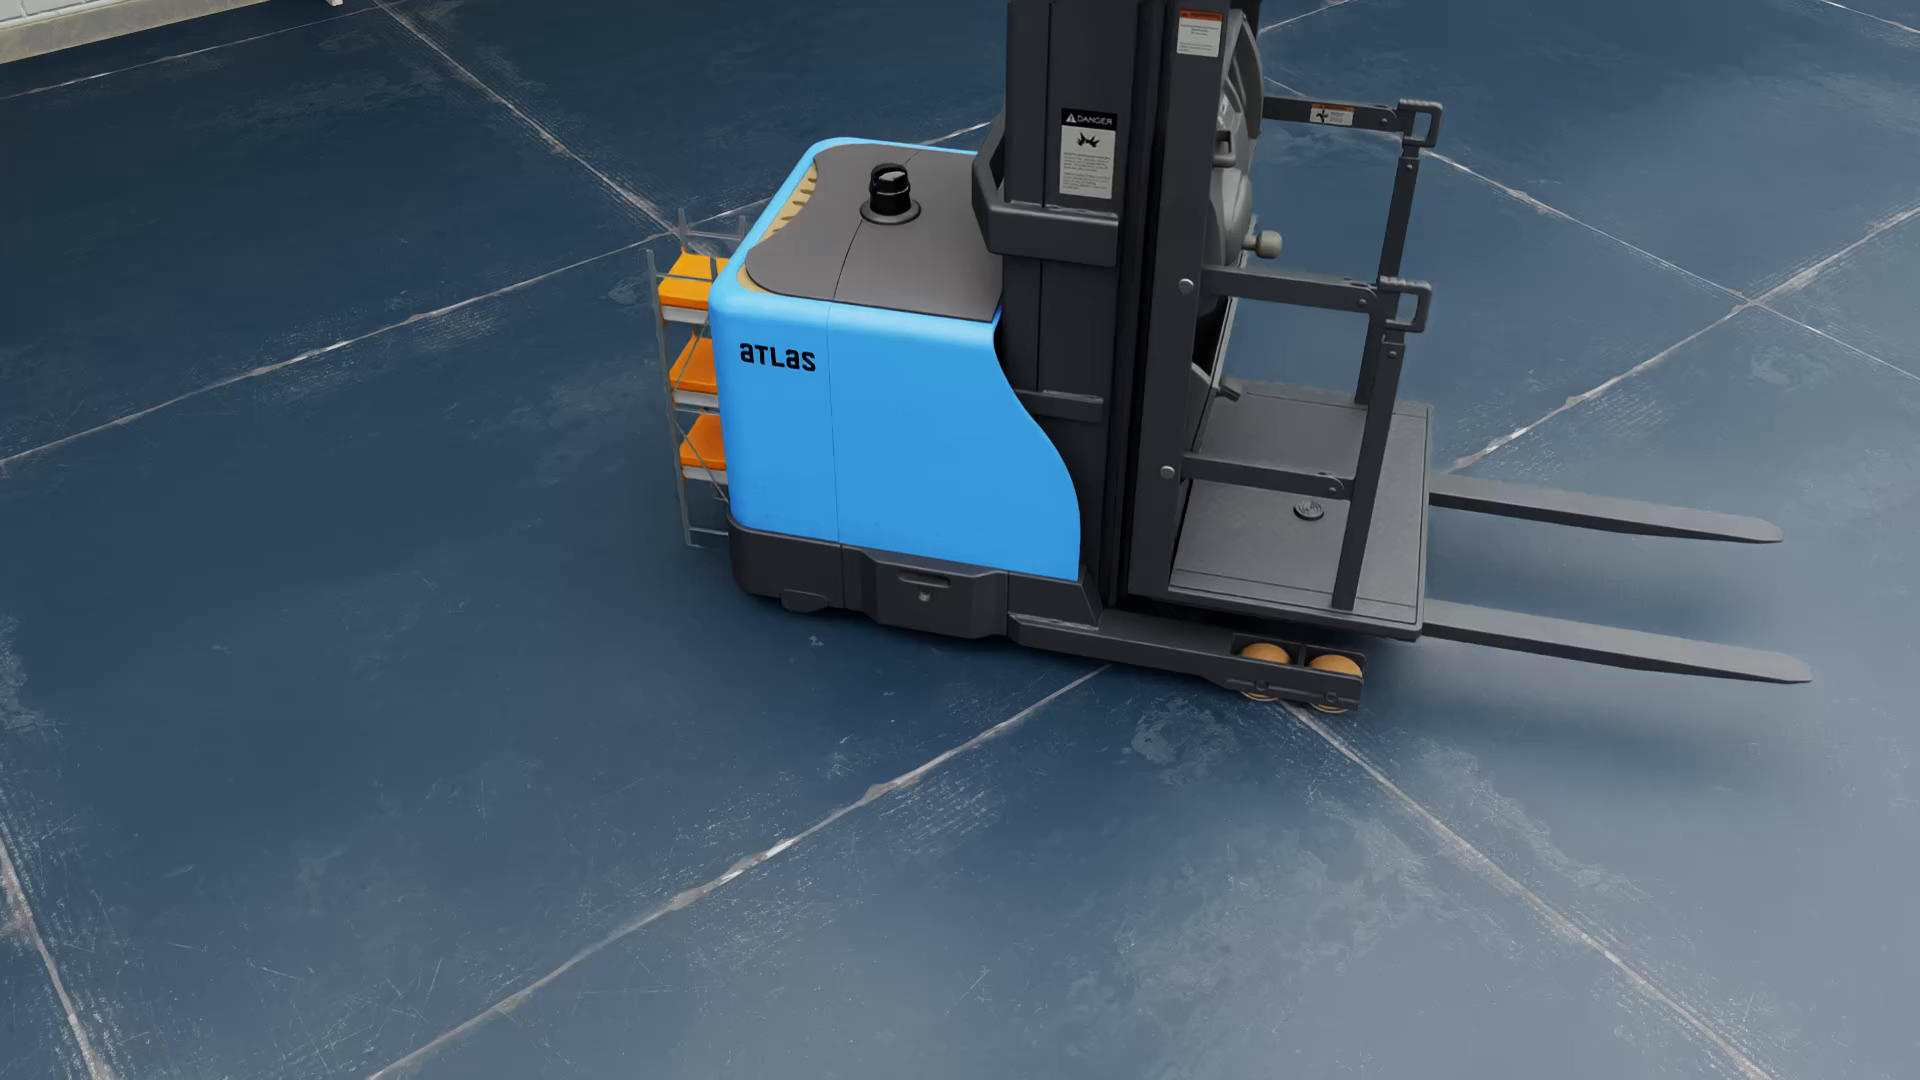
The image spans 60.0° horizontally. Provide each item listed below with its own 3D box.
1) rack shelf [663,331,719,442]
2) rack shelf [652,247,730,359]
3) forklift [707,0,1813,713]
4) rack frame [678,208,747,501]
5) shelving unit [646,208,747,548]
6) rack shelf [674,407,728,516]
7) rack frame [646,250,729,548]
[{"bbox_3d":[-0.735,-0.442,4.978,0.215,0.259,0.240,8,40,10],"label":"rack shelf"},{"bbox_3d":[-0.735,-0.662,4.798,0.215,0.259,0.240,8,40,10],"label":"rack shelf"},{"bbox_3d":[0.889,-1.022,4.185,3.031,2.935,1.130,9,40,11],"label":"forklift"},{"bbox_3d":[-0.707,-0.526,5.063,0.200,1.050,0.008,8,40,10],"label":"rack frame"},{"bbox_3d":[-0.735,-0.450,4.971,0.215,1.050,0.252,8,40,10],"label":"shelving unit"},{"bbox_3d":[-0.735,-0.227,5.154,0.215,0.259,0.240,8,40,10],"label":"rack shelf"},{"bbox_3d":[-0.762,-0.375,4.879,0.200,1.050,0.008,8,40,10],"label":"rack frame"}]
